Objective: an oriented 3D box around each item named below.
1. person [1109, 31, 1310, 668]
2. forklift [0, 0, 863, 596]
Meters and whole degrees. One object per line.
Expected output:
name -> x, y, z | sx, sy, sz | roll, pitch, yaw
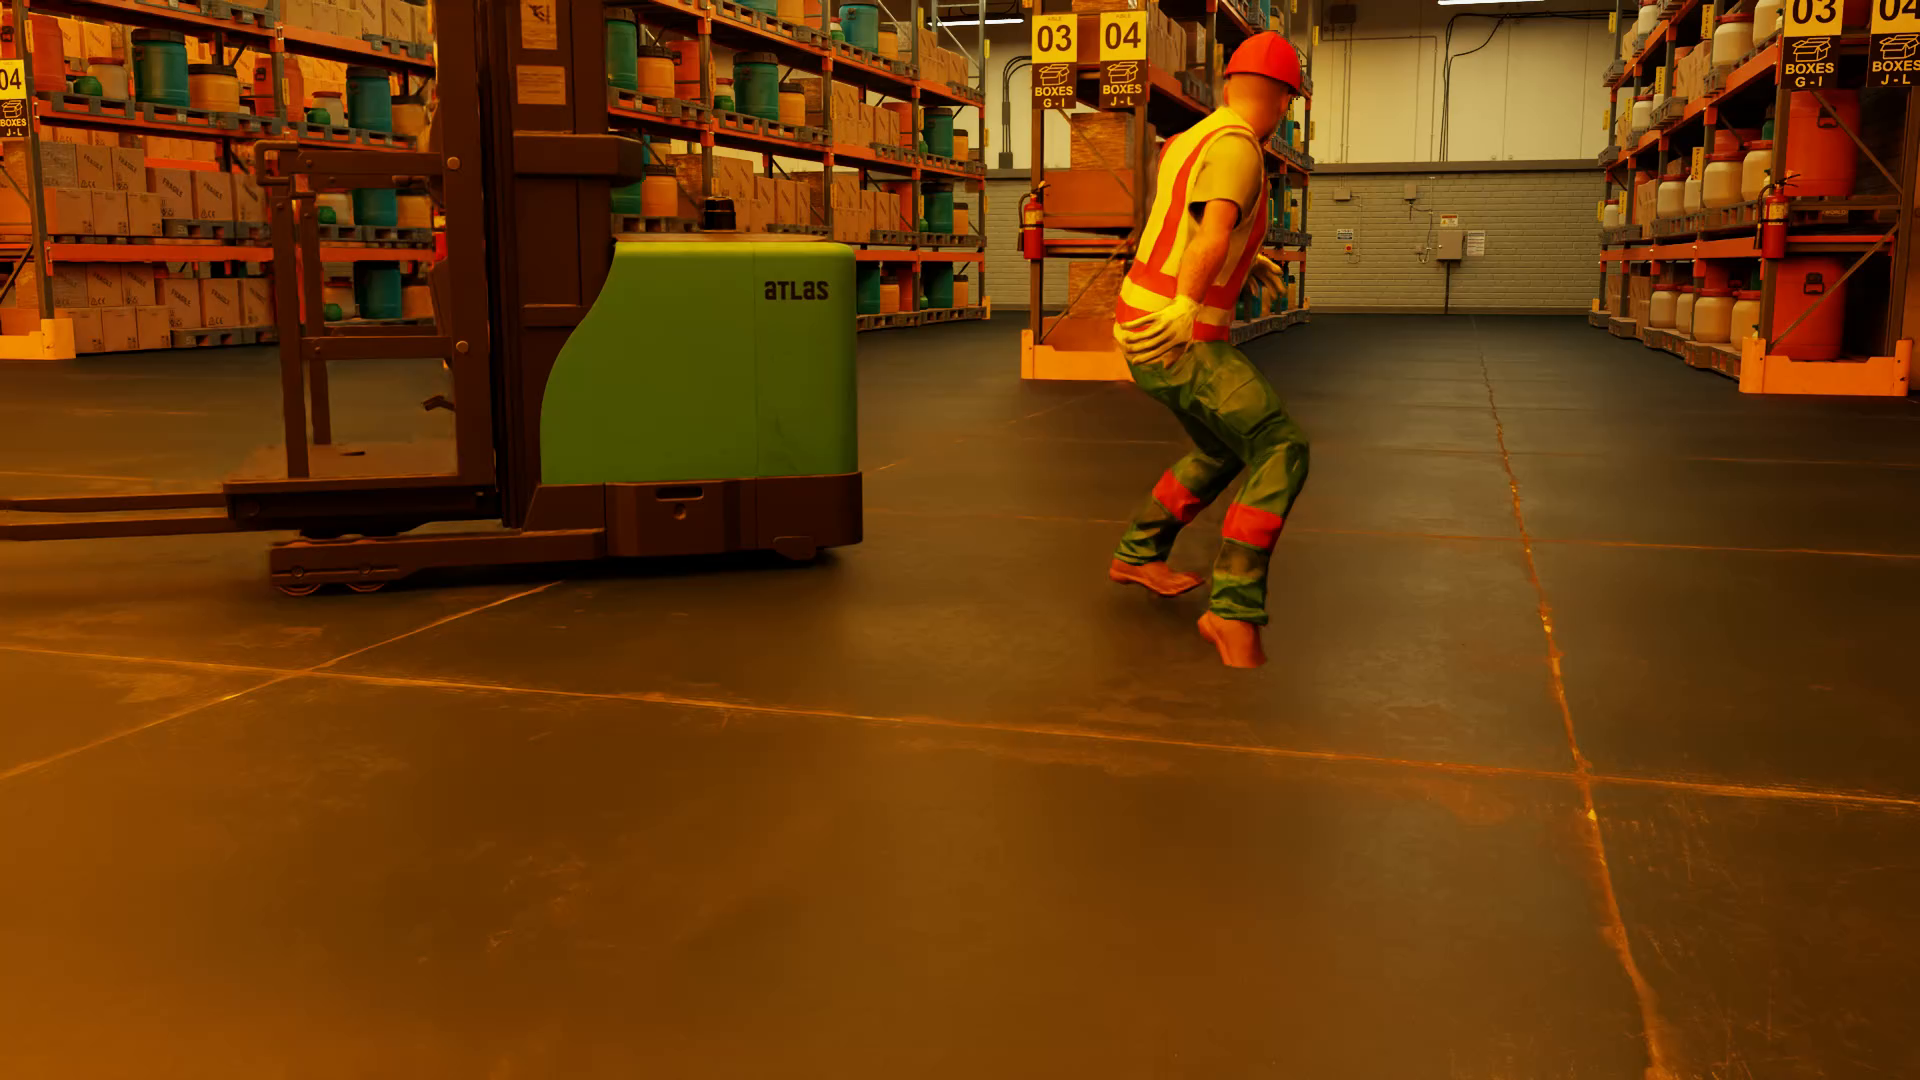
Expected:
person -> 0.679, -0.494, 4.503 | 0.587, 1.718, 1.086 | 0, 9, 0
forklift -> -1.907, -1.371, 5.438 | 3.031, 2.935, 1.130 | -3, 10, -17
